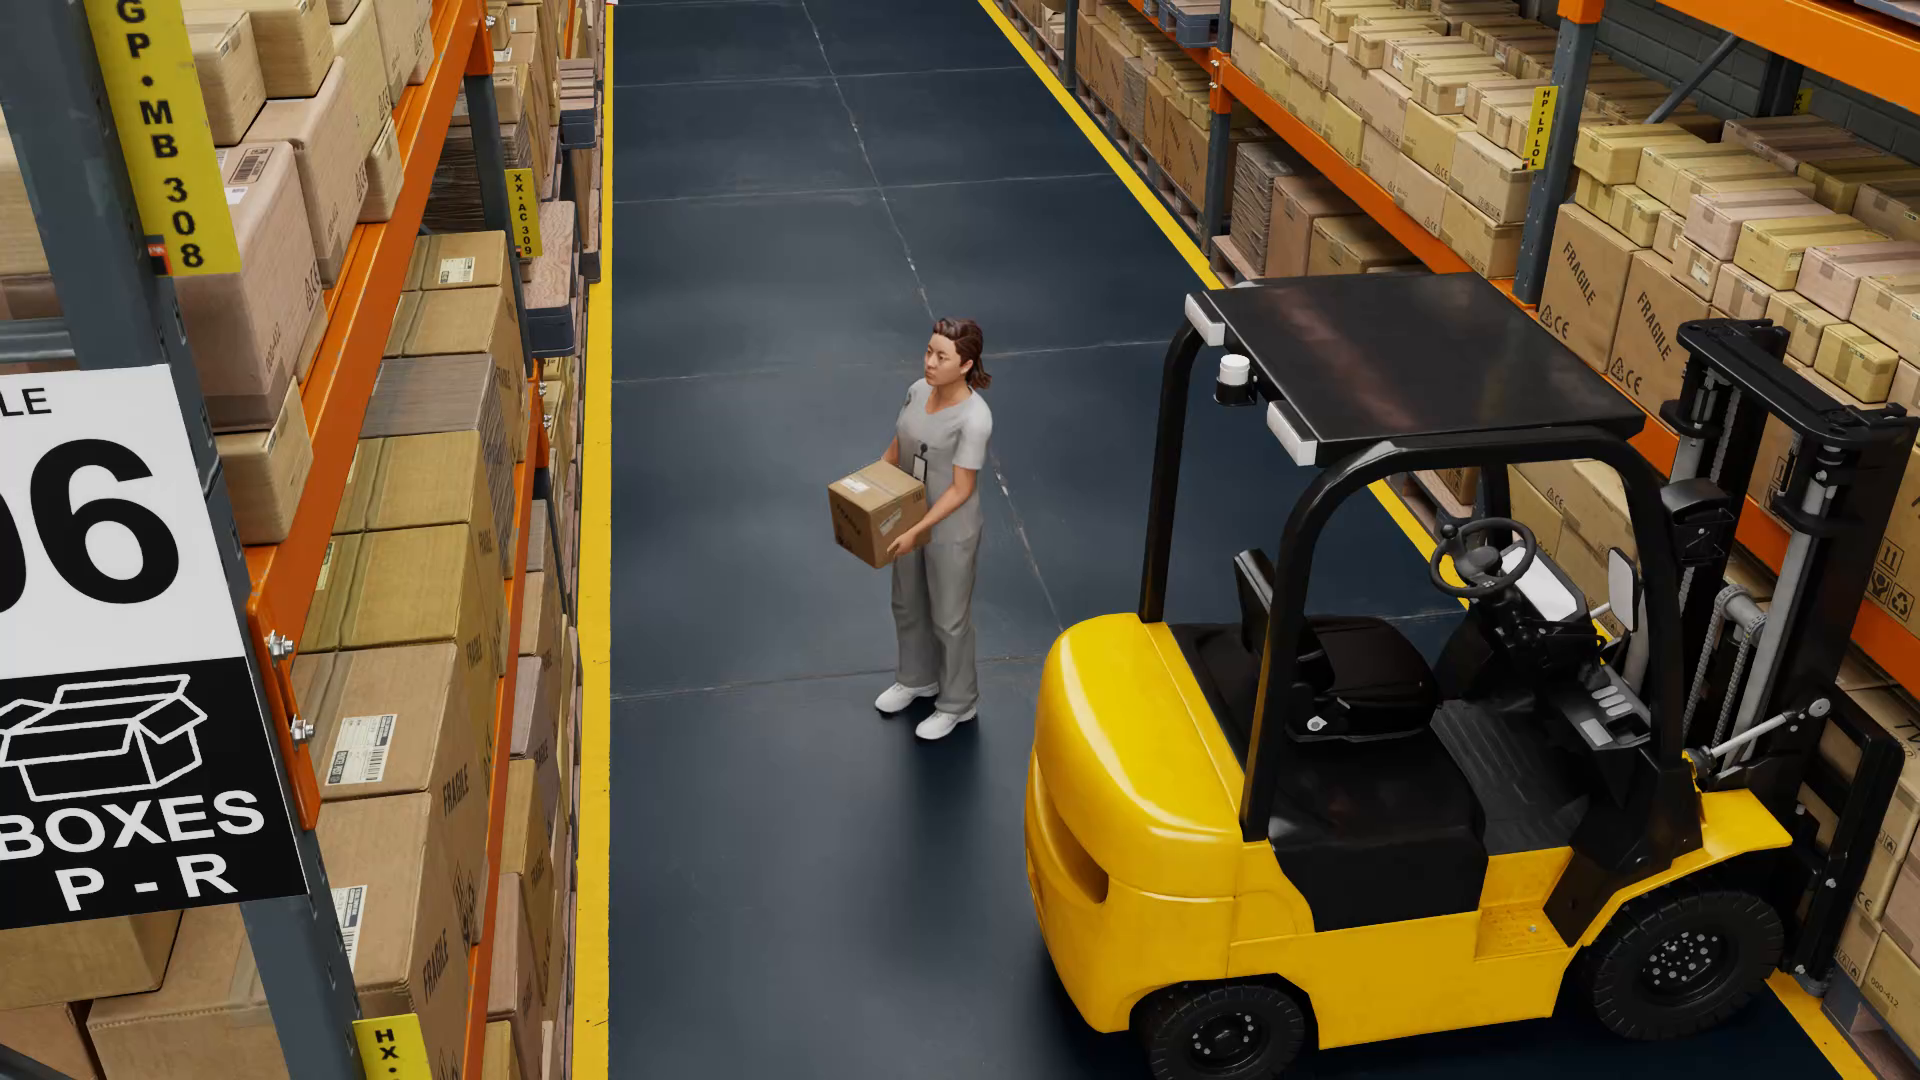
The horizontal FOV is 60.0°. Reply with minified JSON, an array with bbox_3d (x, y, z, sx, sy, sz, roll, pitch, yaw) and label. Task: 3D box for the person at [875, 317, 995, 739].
[{"bbox_3d":[-0.127,-0.019,6.168,0.551,1.671,0.444,-23,38,-33],"label":"person"}]
